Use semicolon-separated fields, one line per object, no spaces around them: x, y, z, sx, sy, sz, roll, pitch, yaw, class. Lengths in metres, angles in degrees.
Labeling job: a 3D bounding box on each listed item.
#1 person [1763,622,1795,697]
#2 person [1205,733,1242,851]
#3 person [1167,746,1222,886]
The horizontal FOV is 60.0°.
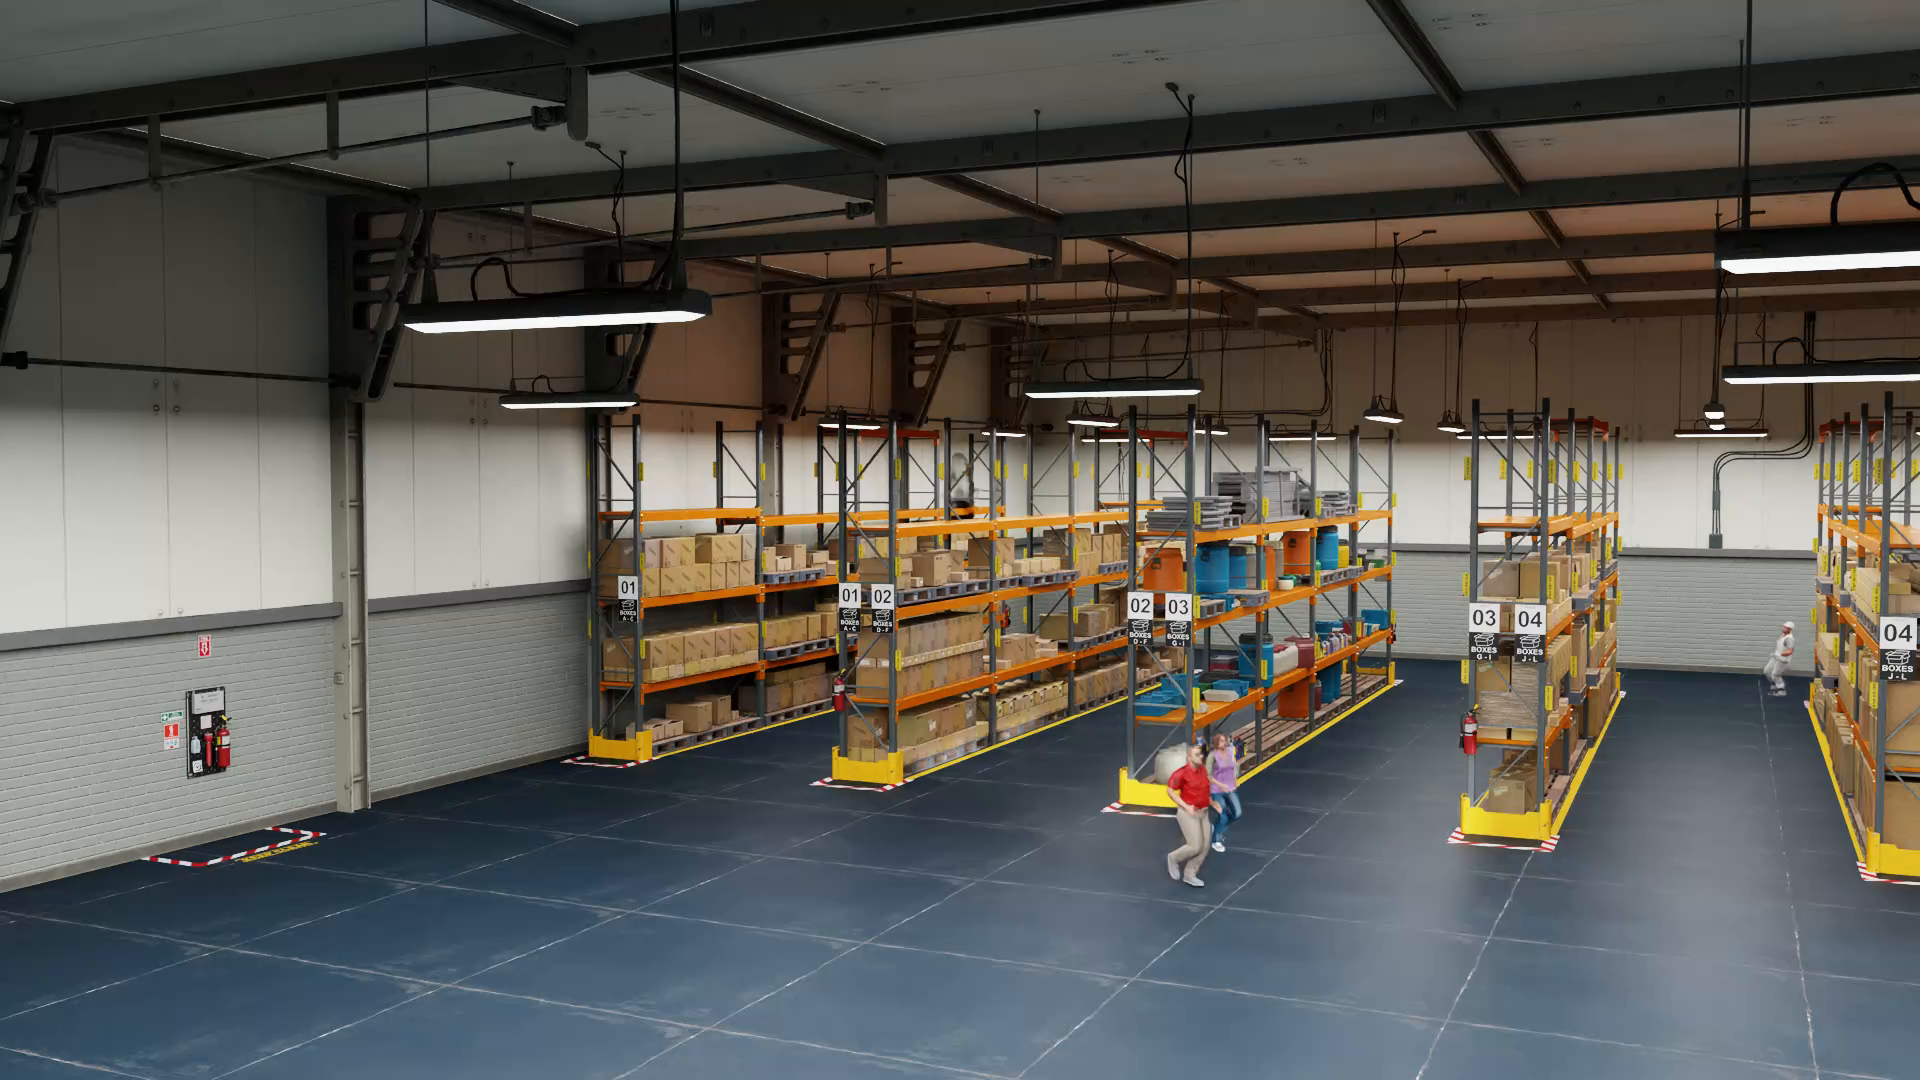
18.054;2.631;36.669;0.552;1.706;0.769;1;2;14;person
3.482;3.323;21.932;0.550;1.561;0.478;-1;3;-30;person
2.823;3.331;20.097;0.644;1.677;0.595;-2;3;-42;person
